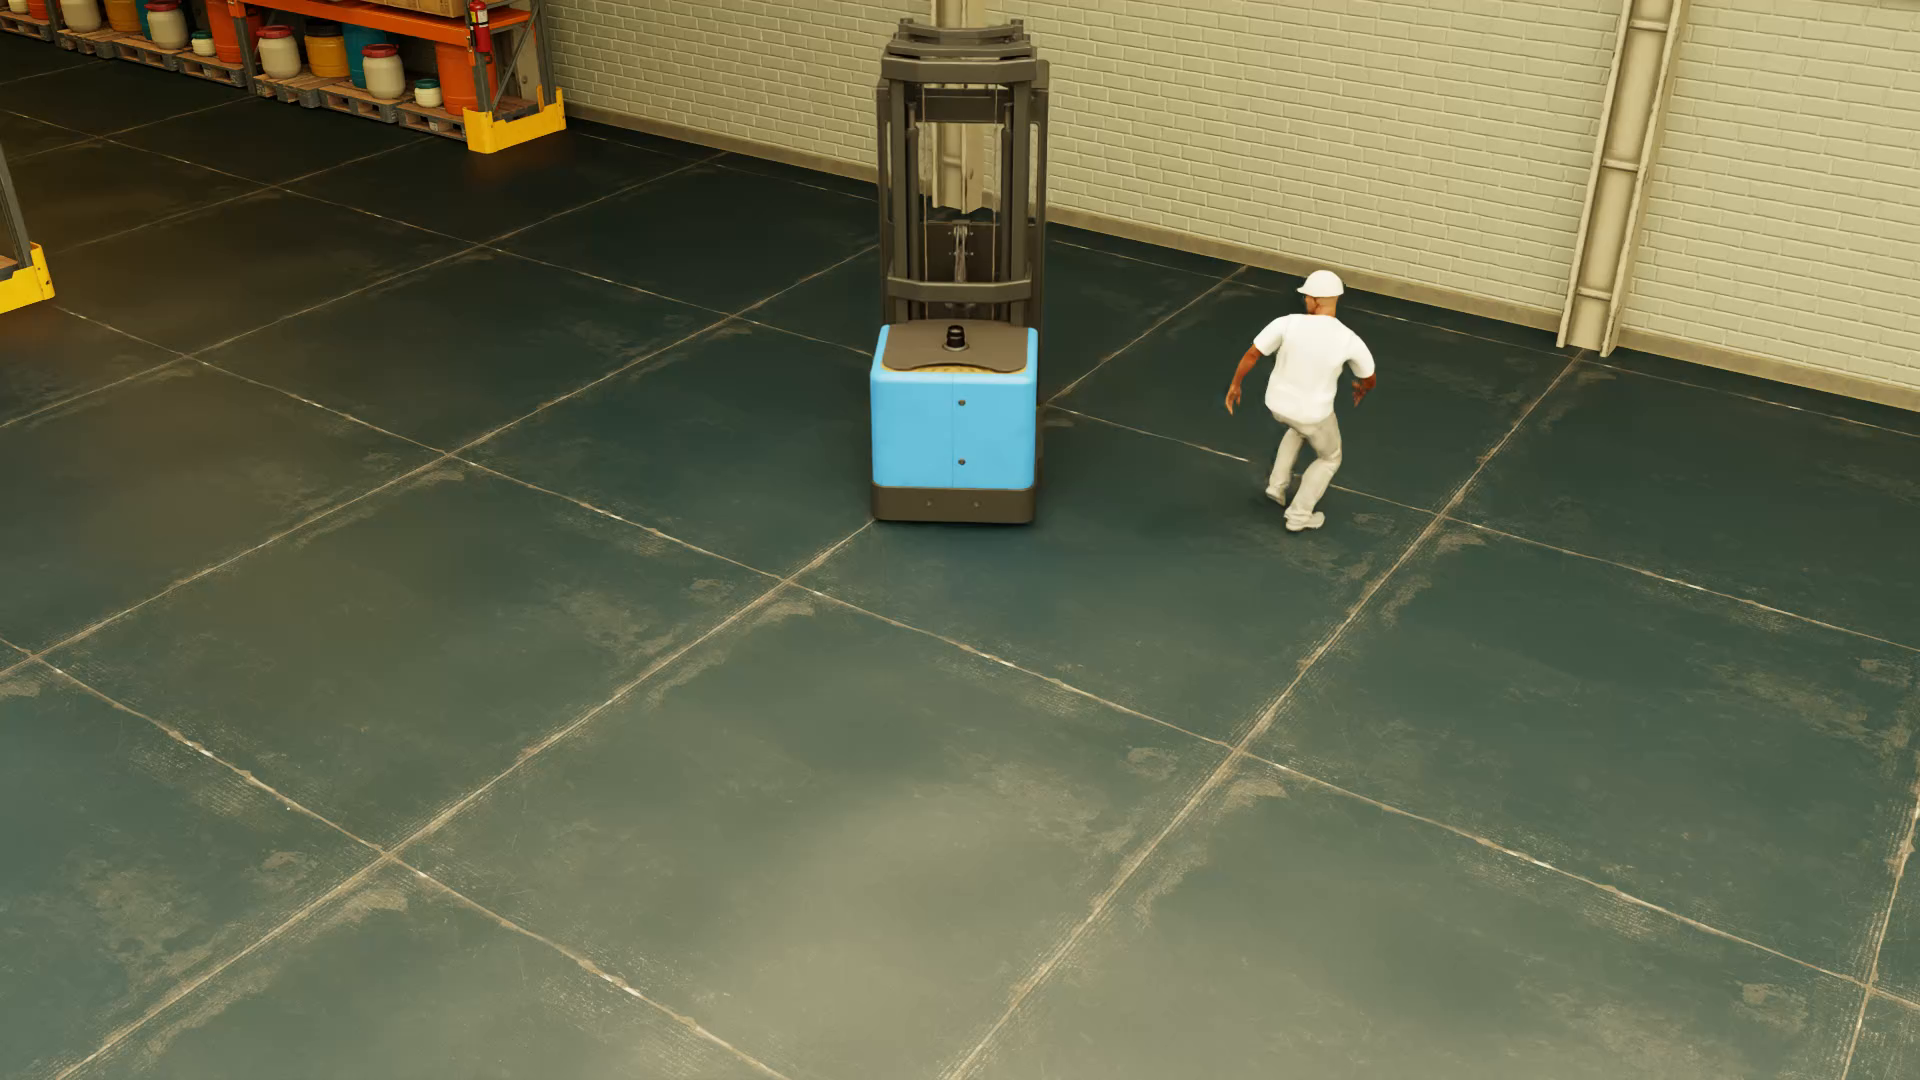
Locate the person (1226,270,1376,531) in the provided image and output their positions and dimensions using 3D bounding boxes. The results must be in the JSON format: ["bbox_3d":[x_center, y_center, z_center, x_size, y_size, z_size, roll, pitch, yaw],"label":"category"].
[{"bbox_3d":[2.146,-0.850,10.311,0.753,1.713,0.753,24,38,35],"label":"person"}]

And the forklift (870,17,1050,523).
[{"bbox_3d":[0.029,-2.080,11.163,1.130,2.935,3.031,1,30,2],"label":"forklift"}]
